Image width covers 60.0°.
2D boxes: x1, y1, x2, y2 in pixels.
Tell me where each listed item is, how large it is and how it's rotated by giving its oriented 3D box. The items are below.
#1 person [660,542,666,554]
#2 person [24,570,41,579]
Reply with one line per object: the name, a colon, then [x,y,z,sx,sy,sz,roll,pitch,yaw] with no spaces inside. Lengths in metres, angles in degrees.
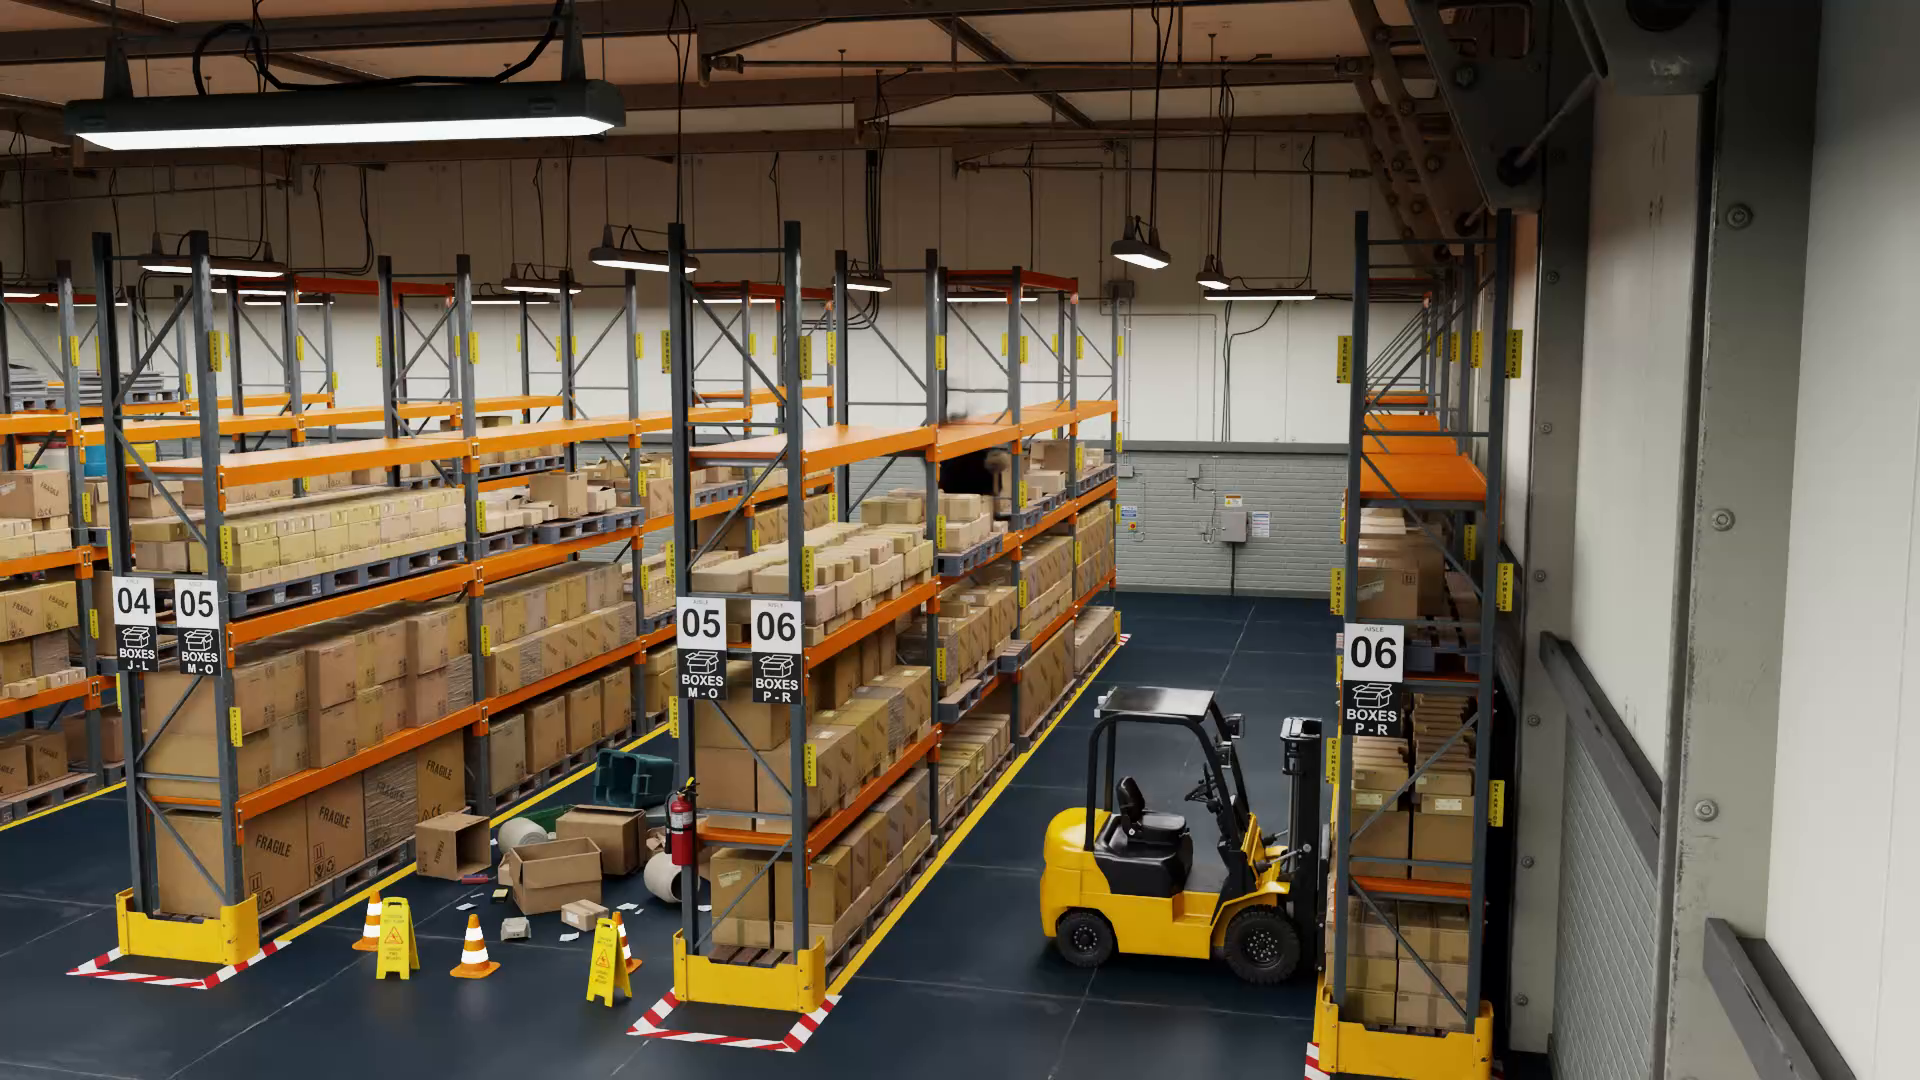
person: [-4.939,1.004,27.987,0.733,1.543,0.905,2,7,15]
person: [-15.988,0.791,28.739,0.719,1.751,0.970,1,7,7]
